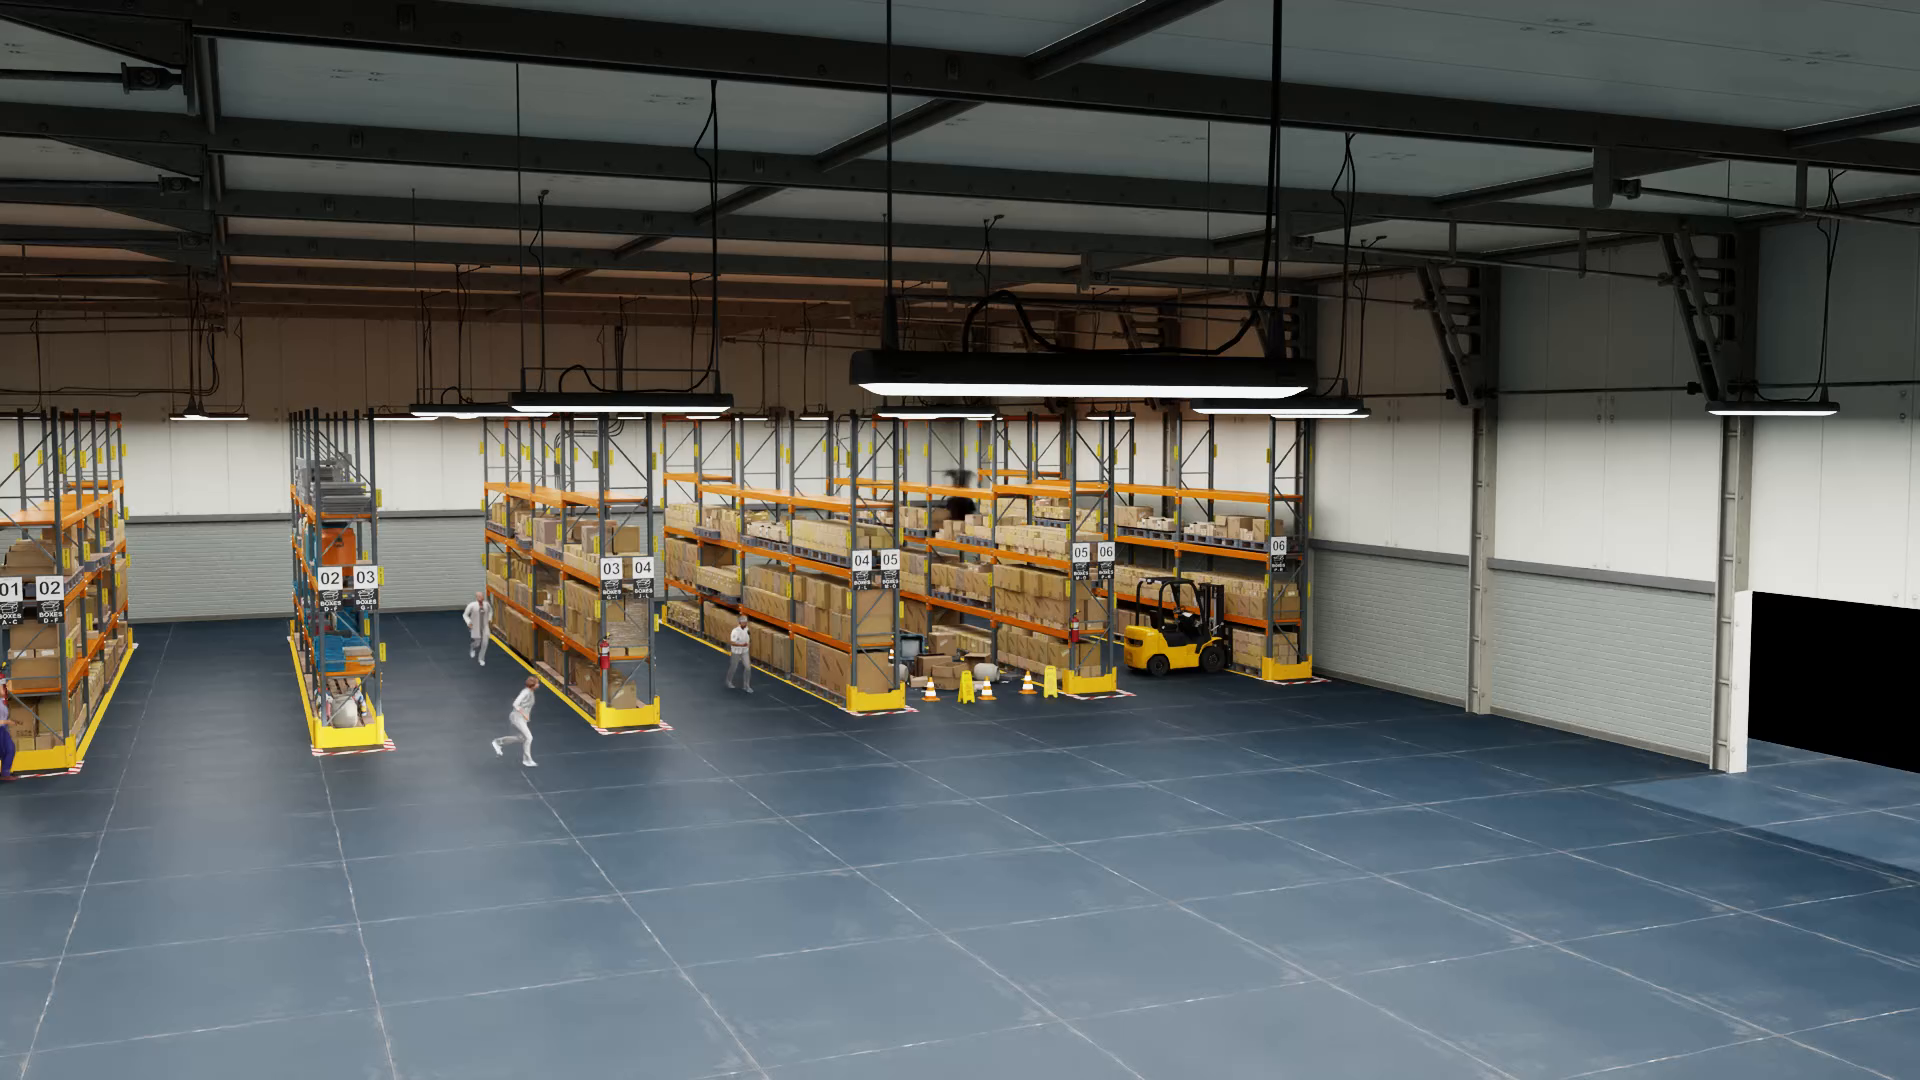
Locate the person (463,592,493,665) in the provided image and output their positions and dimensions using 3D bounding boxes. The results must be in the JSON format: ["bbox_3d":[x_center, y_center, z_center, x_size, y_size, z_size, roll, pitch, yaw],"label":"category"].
[{"bbox_3d":[-11.484,2.096,39.692,0.728,1.734,0.721,-3,5,-34],"label":"person"}]

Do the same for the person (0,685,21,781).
[{"bbox_3d":[-15.442,3.087,26.516,0.751,1.597,0.594,-1,4,-18],"label":"person"}]

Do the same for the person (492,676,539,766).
[{"bbox_3d":[-7.430,3.036,27.771,0.828,1.548,0.539,1,4,8],"label":"person"}]

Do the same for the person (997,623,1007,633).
[{"bbox_3d":[1.111,1.751,44.327,0.701,1.758,1.059,-3,5,-33],"label":"person"}]

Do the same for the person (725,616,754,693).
[{"bbox_3d":[-4.712,2.413,35.505,0.574,1.659,0.951,-3,5,-36],"label":"person"}]
